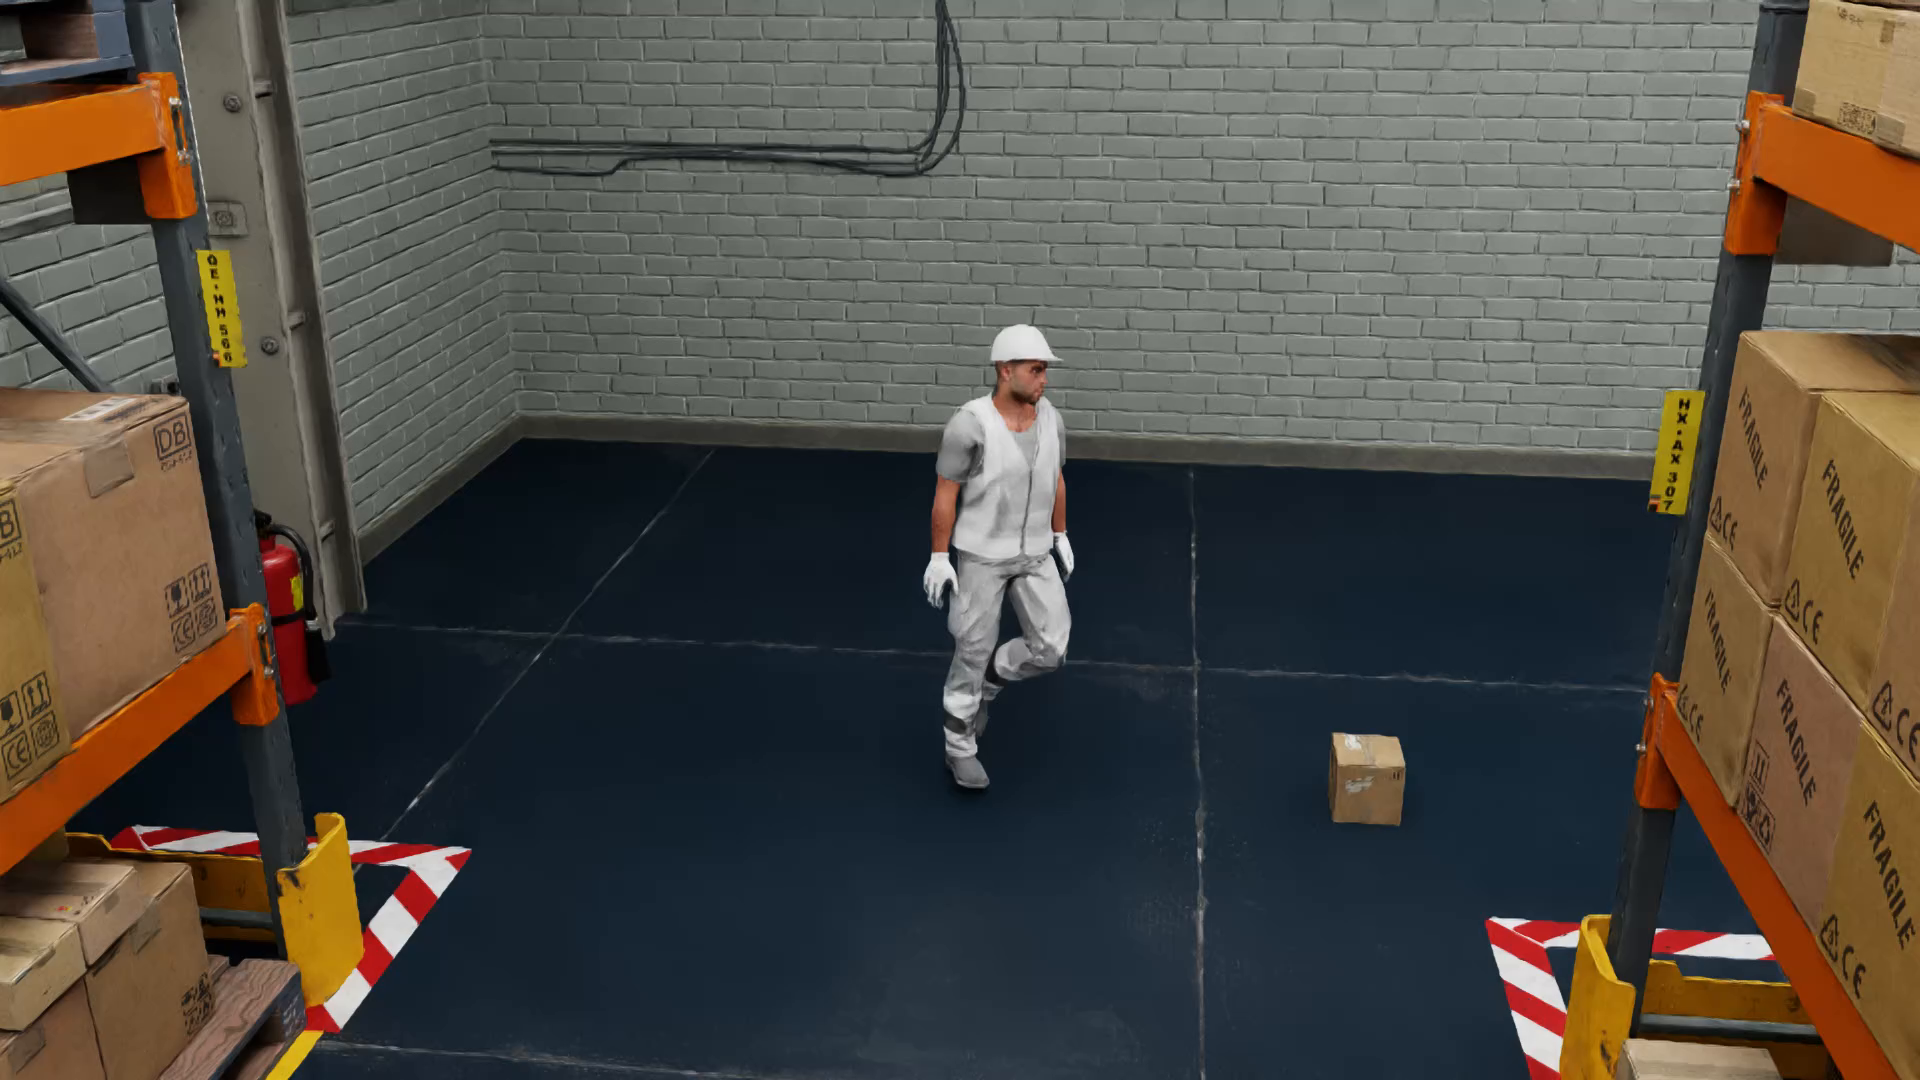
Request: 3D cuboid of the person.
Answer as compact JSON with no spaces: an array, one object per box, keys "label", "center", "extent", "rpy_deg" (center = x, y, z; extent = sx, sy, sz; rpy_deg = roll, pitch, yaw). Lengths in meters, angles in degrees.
[{"label":"person","center":[0.162,0.053,6.371],"extent":[0.677,1.771,0.518],"rpy_deg":[-11,24,-27]}]
